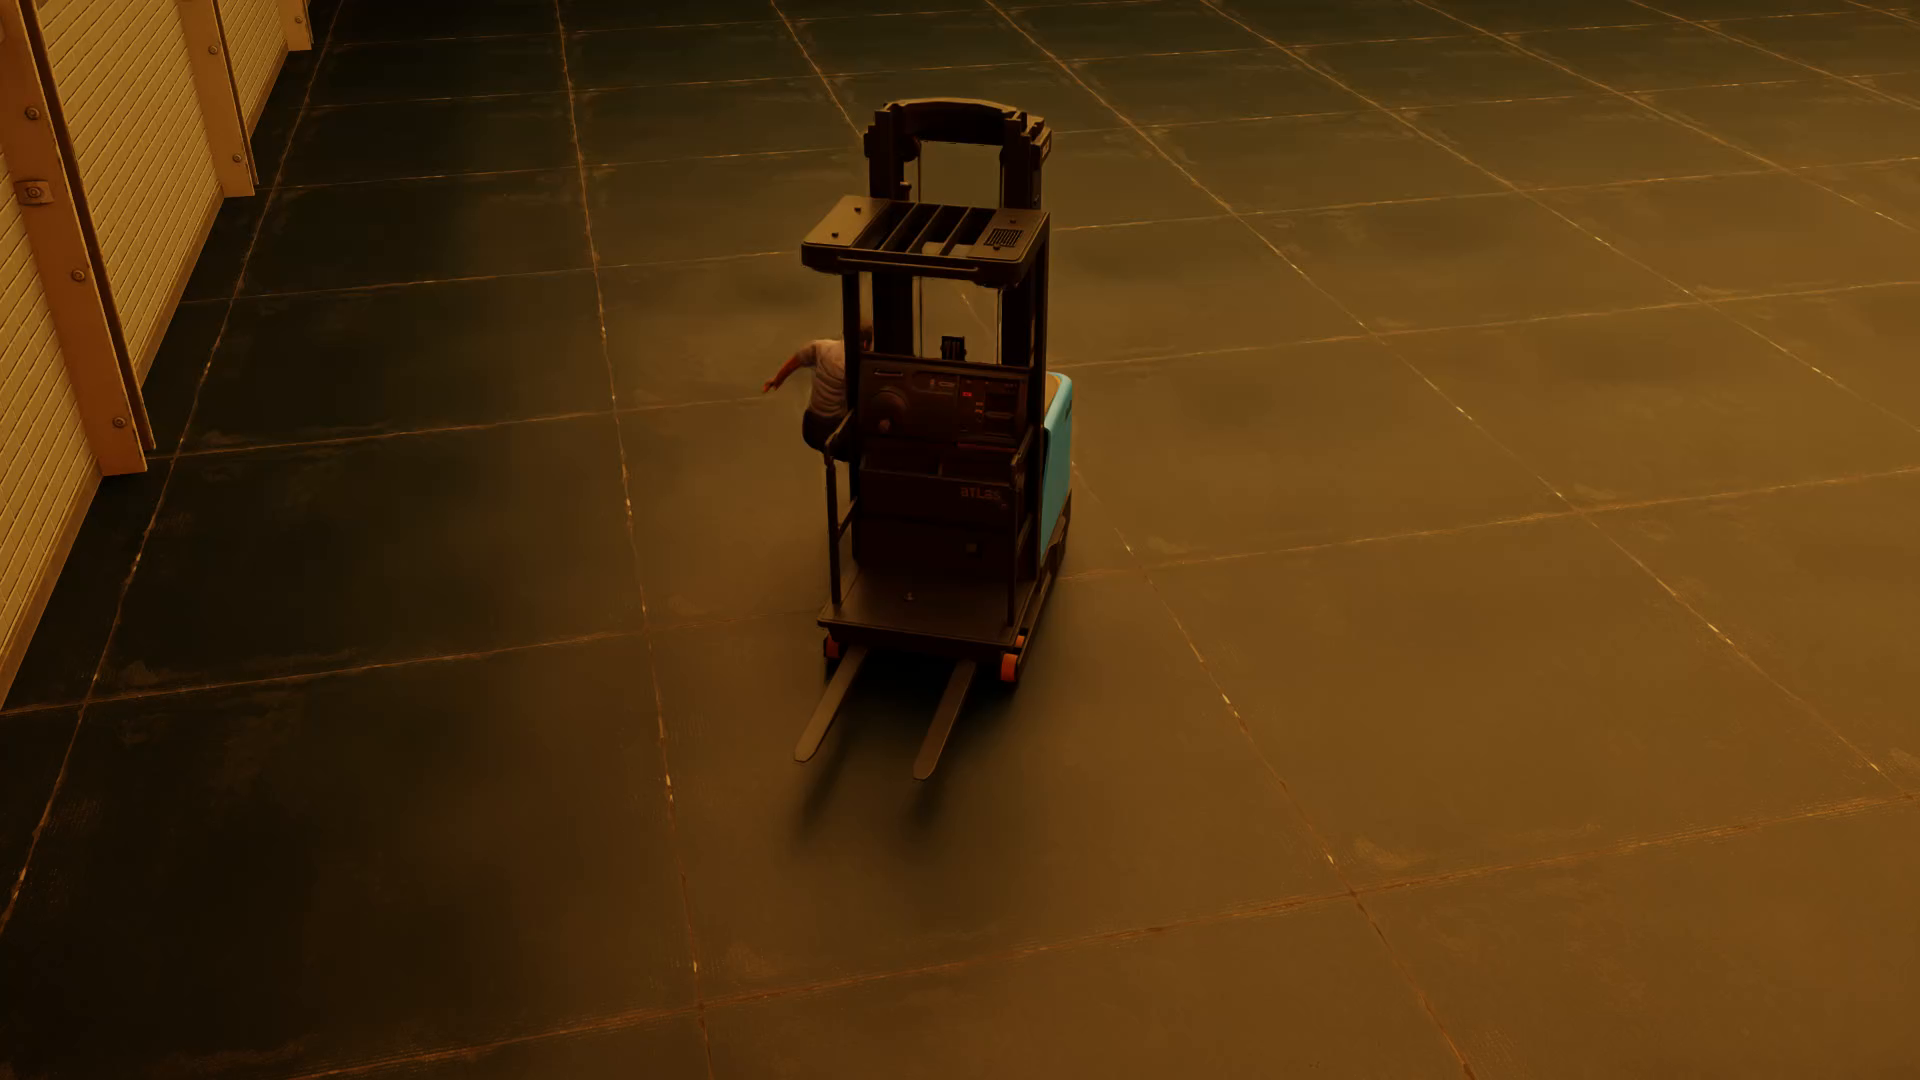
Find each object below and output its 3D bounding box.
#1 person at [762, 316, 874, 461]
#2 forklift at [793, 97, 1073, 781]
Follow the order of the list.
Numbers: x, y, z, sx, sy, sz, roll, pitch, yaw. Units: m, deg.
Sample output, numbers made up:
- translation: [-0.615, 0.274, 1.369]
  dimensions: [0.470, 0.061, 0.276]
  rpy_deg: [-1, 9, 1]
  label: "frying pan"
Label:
- translation: [-0.634, -0.825, 10.641]
  dimensions: [0.892, 1.397, 1.014]
  rpy_deg: [-19, 35, -30]
  label: "person"
- translation: [-0.142, -0.691, 8.767]
  dimensions: [1.130, 2.935, 3.031]
  rpy_deg: [7, 31, 12]
  label: "forklift"
